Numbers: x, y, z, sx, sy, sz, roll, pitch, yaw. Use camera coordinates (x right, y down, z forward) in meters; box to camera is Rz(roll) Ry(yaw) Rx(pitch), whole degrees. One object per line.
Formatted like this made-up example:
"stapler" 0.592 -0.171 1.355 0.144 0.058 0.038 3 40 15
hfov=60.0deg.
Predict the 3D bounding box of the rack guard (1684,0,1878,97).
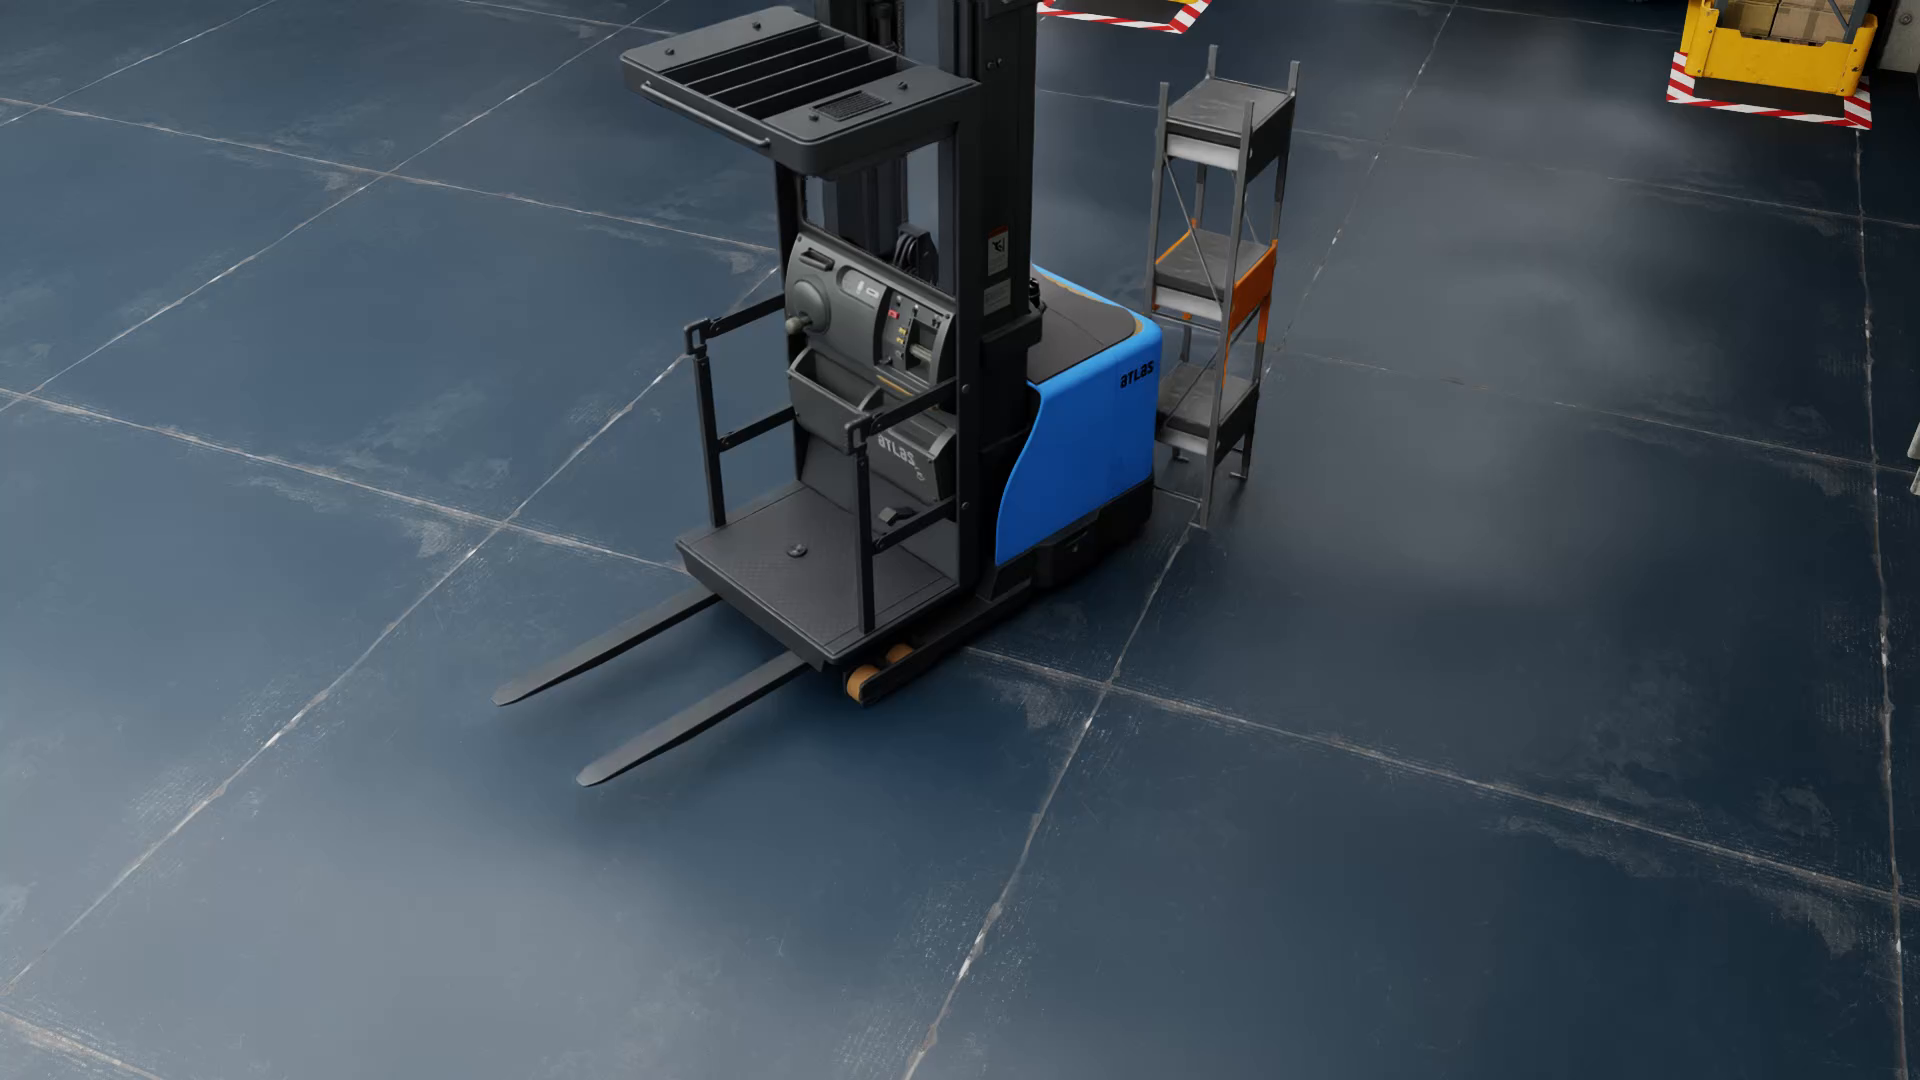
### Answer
"rack guard" 6.000 -3.630 12.189 1.175 0.500 0.348 14 39 18

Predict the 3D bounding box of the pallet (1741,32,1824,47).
"pallet" 6.261 -3.960 12.872 1.003 0.211 1.213 14 39 18

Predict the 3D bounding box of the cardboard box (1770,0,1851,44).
"cardboard box" 6.376 -3.939 12.460 0.500 0.250 0.500 14 39 18

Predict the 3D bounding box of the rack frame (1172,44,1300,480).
"rack frame" 1.235 -1.198 7.600 0.400 2.100 0.015 20 41 24

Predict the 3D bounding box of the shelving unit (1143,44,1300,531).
"shelving unit" 1.110 -1.073 7.431 0.431 2.100 0.503 20 41 24

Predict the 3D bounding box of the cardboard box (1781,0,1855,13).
"cardboard box" 6.380 -4.124 12.291 0.500 0.250 0.500 15 39 19

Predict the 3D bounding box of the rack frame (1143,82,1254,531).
"rack frame" 0.986 -0.947 7.263 0.400 2.100 0.015 20 41 24

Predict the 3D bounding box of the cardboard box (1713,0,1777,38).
"cardboard box" 5.895 -4.043 12.600 0.500 0.250 0.500 14 39 18

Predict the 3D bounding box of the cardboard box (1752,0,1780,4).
"cardboard box" 5.905 -4.252 12.462 0.500 0.250 0.500 13 39 17

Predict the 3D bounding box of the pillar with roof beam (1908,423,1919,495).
"pillar with roof beam" 0.843 -4.886 6.771 9.100 9.000 0.400 14 39 18

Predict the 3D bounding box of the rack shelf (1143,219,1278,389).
"rack shelf" 1.110 -1.062 7.440 0.431 0.518 0.480 20 41 24

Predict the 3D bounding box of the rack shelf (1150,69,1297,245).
"rack shelf" 1.110 -1.623 7.021 0.431 0.518 0.480 20 41 24

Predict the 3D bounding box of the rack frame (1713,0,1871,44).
"rack frame" 6.009 -4.644 11.458 1.000 3.000 0.127 14 39 18

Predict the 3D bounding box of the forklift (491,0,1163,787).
"forklift" -0.520 -0.848 6.437 3.031 2.935 1.130 -30 46 -33

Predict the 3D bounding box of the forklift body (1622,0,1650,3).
"forklift body" 5.043 -5.770 13.673 2.313 2.155 1.214 14 39 18

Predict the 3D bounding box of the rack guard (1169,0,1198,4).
"rack guard" 1.446 -4.814 13.773 1.175 0.500 0.348 14 39 18

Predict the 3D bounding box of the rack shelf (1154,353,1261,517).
"rack shelf" 1.110 -0.501 7.859 0.431 0.518 0.480 20 41 24
